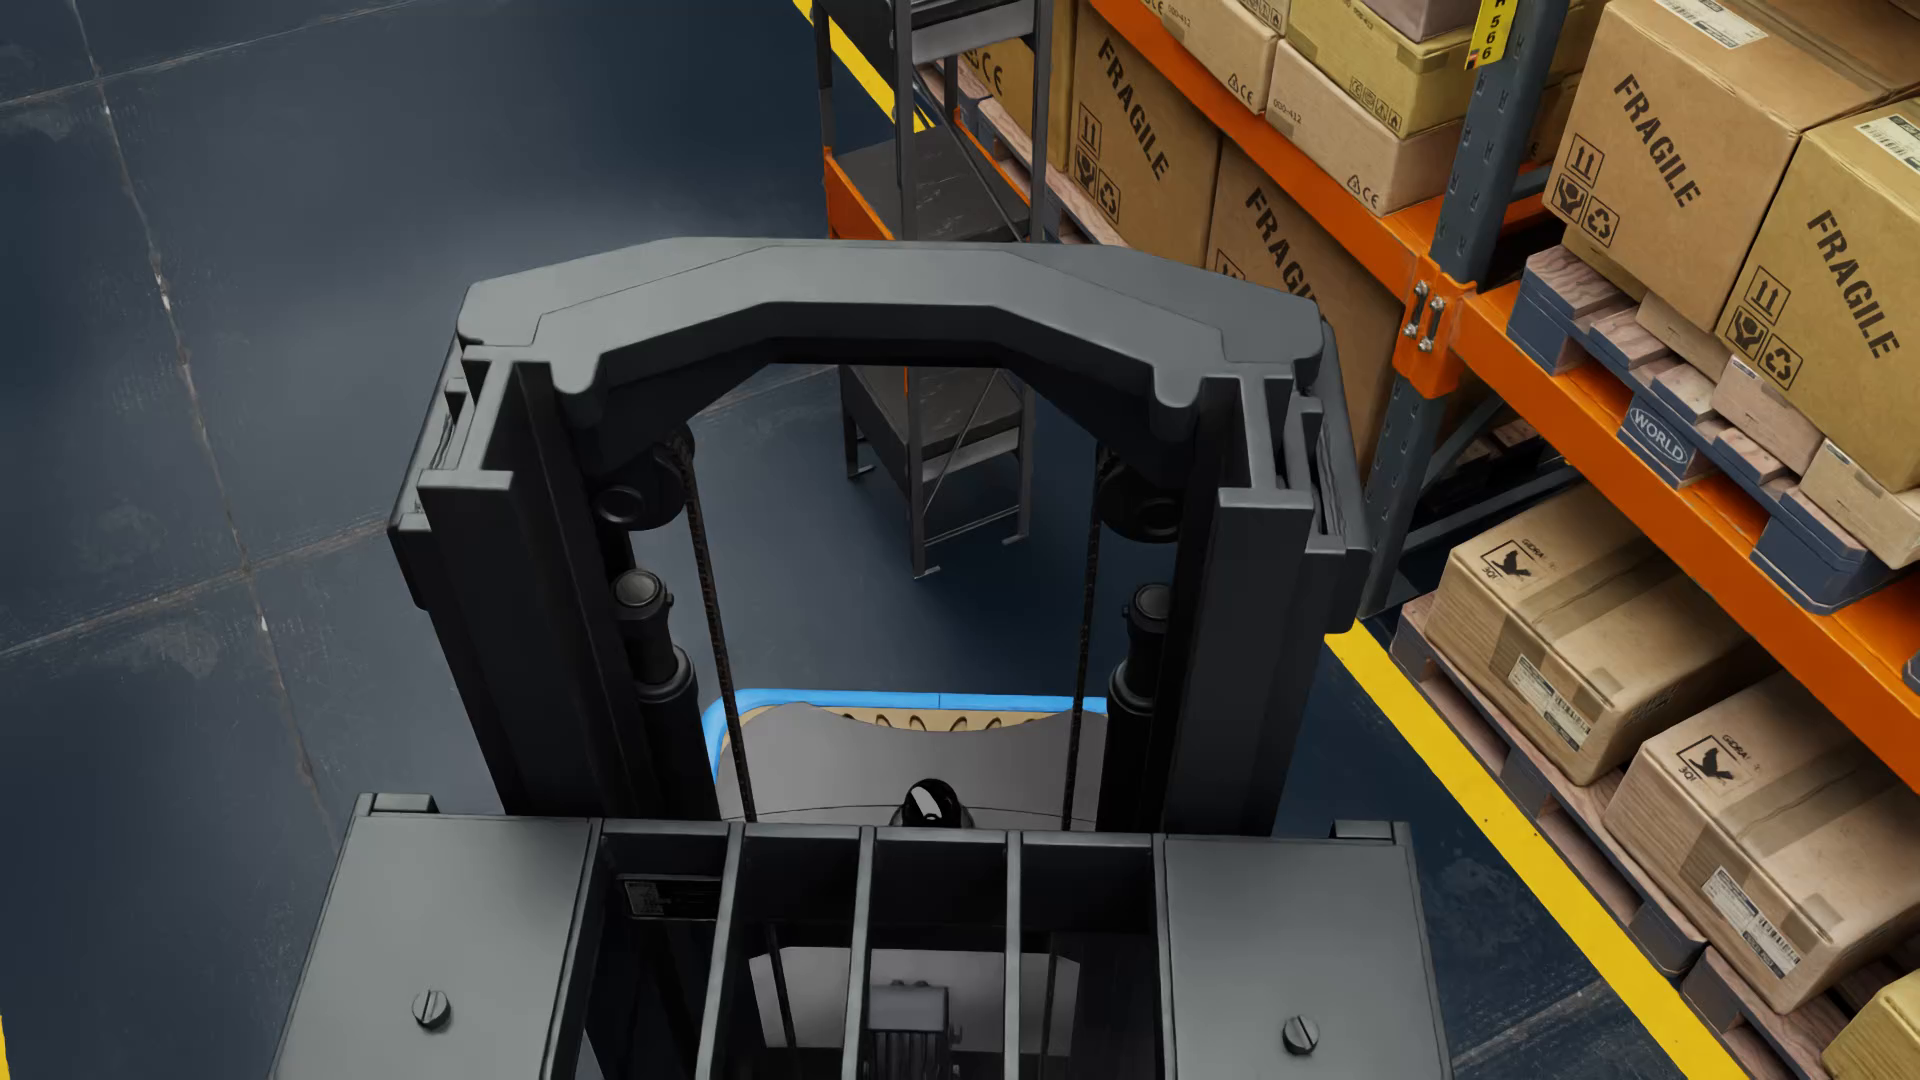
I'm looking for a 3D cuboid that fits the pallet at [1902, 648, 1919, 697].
[{"bbox_3d":[2.568,0.424,3.014,1.003,0.211,1.213,-21,52,-18],"label":"pallet"}]

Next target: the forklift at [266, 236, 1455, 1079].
[{"bbox_3d":[-0.091,1.179,2.271,1.130,2.935,3.031,1,49,1],"label":"forklift"}]

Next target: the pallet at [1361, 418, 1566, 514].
[{"bbox_3d":[1.332,-0.586,5.622,1.003,0.211,1.213,-21,52,-18],"label":"pallet"}]

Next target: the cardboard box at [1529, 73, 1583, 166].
[{"bbox_3d":[1.626,-1.315,4.507,0.500,0.250,0.500,-22,52,-18],"label":"cardboard box"}]

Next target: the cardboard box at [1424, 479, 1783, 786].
[{"bbox_3d":[1.876,0.158,4.586,0.950,0.372,0.625,-24,53,-20],"label":"cardboard box"}]

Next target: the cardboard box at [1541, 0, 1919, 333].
[{"bbox_3d":[1.626,-0.838,3.447,0.500,0.500,0.500,-23,53,-19],"label":"cardboard box"}]

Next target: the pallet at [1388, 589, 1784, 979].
[{"bbox_3d":[1.982,0.491,4.680,1.003,0.211,1.213,-21,52,-18],"label":"pallet"}]

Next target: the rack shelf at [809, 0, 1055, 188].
[{"bbox_3d":[-0.076,-1.254,4.040,0.431,0.518,0.480,-21,52,-18],"label":"rack shelf"}]

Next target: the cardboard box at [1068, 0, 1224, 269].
[{"bbox_3d":[0.980,-1.478,5.683,0.875,0.875,0.875,-21,52,-17],"label":"cardboard box"}]

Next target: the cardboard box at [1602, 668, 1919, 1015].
[{"bbox_3d":[2.221,0.649,4.156,0.950,0.372,0.625,-22,52,-18],"label":"cardboard box"}]

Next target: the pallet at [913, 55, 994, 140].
[{"bbox_3d":[0.216,-2.219,7.050,1.003,0.211,1.213,-21,52,-18],"label":"pallet"}]

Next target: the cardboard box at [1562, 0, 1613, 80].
[{"bbox_3d":[1.614,-1.490,4.328,0.500,0.250,0.500,-22,52,-18],"label":"cardboard box"}]

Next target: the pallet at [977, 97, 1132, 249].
[{"bbox_3d":[0.778,-1.401,6.335,1.003,0.211,1.213,-21,52,-18],"label":"pallet"}]

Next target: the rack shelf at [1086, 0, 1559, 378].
[{"bbox_3d":[0.711,-2.052,5.530,1.077,0.370,4.000,-21,52,-18],"label":"rack shelf"}]

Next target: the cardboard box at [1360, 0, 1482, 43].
[{"bbox_3d":[1.157,-1.568,3.898,0.500,0.500,0.500,-22,53,-18],"label":"cardboard box"}]

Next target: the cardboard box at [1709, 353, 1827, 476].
[{"bbox_3d":[1.793,-0.324,3.429,0.380,0.149,0.250,-24,53,-20],"label":"cardboard box"}]

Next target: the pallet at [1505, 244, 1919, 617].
[{"bbox_3d":[2.047,-0.447,3.775,1.213,0.211,1.003,-21,52,-18],"label":"pallet"}]

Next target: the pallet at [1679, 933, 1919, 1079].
[{"bbox_3d":[2.537,1.307,3.967,1.003,0.211,1.213,-21,52,-18],"label":"pallet"}]

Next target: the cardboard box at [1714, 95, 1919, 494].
[{"bbox_3d":[1.871,-0.492,3.145,0.500,0.500,0.500,-19,51,-16],"label":"cardboard box"}]

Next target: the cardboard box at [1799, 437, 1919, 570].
[{"bbox_3d":[1.901,-0.133,3.262,0.380,0.149,0.250,-21,52,-17],"label":"cardboard box"}]

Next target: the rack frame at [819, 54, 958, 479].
[{"bbox_3d":[-0.187,-0.965,4.699,0.400,2.100,0.015,-21,52,-18],"label":"rack frame"}]

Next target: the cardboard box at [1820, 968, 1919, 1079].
[{"bbox_3d":[2.563,1.159,3.710,0.950,0.372,0.625,-20,52,-16],"label":"cardboard box"}]

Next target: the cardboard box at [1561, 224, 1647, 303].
[{"bbox_3d":[1.610,-0.724,3.778,0.380,0.149,0.250,-24,53,-20],"label":"cardboard box"}]

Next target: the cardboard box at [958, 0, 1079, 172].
[{"bbox_3d":[0.571,-2.077,6.206,0.875,0.875,0.875,-20,52,-16],"label":"cardboard box"}]

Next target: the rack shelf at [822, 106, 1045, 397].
[{"bbox_3d":[-0.076,-0.793,4.567,0.431,0.518,0.480,-21,52,-18],"label":"rack shelf"}]

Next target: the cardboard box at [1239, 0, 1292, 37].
[{"bbox_3d":[0.941,-1.644,4.463,0.500,0.250,0.500,-22,53,-18],"label":"cardboard box"}]

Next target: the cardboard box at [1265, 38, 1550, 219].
[{"bbox_3d":[1.164,-1.150,4.363,0.500,0.250,0.500,-23,53,-19],"label":"cardboard box"}]

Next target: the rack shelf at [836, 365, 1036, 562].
[{"bbox_3d":[-0.076,-0.332,5.094,0.431,0.518,0.480,-21,52,-18],"label":"rack shelf"}]

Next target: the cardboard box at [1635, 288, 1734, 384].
[{"bbox_3d":[1.709,-0.523,3.603,0.380,0.149,0.250,-24,53,-20],"label":"cardboard box"}]

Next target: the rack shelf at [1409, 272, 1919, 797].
[{"bbox_3d":[2.541,0.625,3.188,1.077,0.370,4.000,-21,52,-18],"label":"rack shelf"}]

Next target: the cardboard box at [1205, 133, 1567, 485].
[{"bbox_3d":[1.384,-0.880,5.159,0.875,0.875,0.875,-22,52,-18],"label":"cardboard box"}]

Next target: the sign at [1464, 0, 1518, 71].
[{"bbox_3d":[1.134,-1.138,3.483,0.100,0.325,0.005,-21,52,-18],"label":"sign"}]

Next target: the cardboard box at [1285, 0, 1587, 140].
[{"bbox_3d":[1.179,-1.302,4.164,0.500,0.250,0.500,-21,52,-18],"label":"cardboard box"}]

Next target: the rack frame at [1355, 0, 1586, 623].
[{"bbox_3d":[1.626,-0.950,4.088,1.000,3.000,0.127,-21,52,-18],"label":"rack frame"}]

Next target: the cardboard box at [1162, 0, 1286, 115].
[{"bbox_3d":[0.916,-1.486,4.657,0.500,0.250,0.500,-20,52,-17],"label":"cardboard box"}]

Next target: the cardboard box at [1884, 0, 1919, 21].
[{"bbox_3d":[2.081,-1.011,3.598,0.500,0.500,0.500,-23,53,-19],"label":"cardboard box"}]

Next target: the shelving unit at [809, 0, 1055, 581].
[{"bbox_3d":[-0.076,-0.802,4.557,0.431,2.100,0.503,-21,52,-18],"label":"shelving unit"}]

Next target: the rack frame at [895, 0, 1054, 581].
[{"bbox_3d":[0.036,-0.639,4.414,0.400,2.100,0.015,-21,52,-18],"label":"rack frame"}]

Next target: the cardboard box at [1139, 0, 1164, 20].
[{"bbox_3d":[0.700,-1.829,4.956,0.500,0.250,0.500,-22,52,-18],"label":"cardboard box"}]
